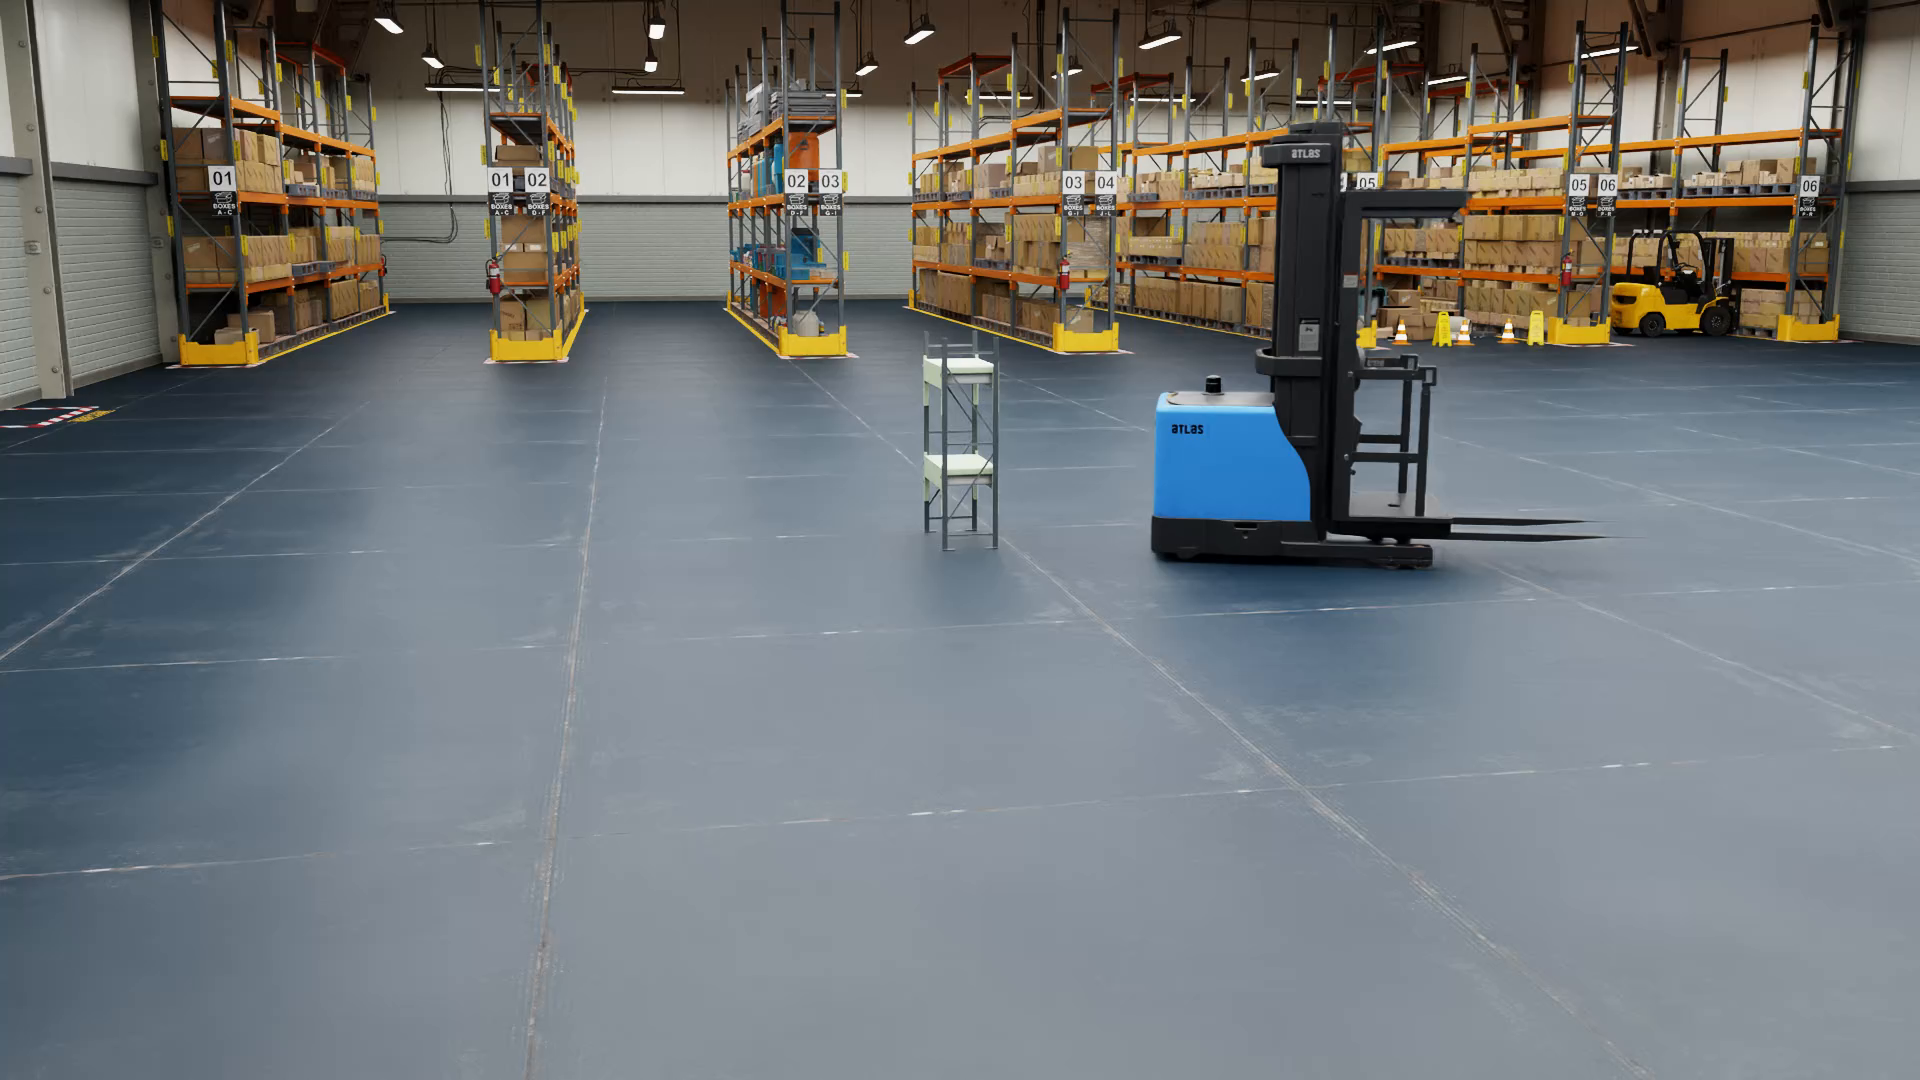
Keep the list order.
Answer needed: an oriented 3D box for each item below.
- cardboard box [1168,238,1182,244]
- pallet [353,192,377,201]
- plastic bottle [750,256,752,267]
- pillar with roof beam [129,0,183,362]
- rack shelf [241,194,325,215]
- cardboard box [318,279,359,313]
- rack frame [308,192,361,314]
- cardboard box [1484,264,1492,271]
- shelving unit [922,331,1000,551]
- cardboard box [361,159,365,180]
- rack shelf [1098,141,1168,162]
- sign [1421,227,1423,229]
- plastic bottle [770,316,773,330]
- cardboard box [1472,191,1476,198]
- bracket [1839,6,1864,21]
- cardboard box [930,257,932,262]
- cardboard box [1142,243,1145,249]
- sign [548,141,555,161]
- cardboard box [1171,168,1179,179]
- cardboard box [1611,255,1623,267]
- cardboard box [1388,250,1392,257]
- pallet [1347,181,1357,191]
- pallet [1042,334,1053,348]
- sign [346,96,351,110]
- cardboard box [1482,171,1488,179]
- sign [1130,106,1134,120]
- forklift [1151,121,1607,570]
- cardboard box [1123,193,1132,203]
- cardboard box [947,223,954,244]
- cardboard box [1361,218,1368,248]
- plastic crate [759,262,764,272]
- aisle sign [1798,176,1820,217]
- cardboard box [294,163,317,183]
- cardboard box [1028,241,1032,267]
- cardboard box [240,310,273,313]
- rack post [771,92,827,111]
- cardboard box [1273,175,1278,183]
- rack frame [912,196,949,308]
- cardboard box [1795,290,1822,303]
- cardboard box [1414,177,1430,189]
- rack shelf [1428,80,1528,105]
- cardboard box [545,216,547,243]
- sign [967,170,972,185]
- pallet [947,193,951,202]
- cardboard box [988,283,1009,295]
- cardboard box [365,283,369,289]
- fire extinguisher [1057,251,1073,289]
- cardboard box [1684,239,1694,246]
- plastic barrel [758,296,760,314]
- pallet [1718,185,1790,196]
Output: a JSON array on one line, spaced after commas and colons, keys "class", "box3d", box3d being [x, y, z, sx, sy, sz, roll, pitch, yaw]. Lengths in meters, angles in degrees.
[{"class": "cardboard box", "box3d": [5.095, -7.008, 38.950, 0.380, 0.149, 0.250, -3, 11, -13]}, {"class": "pallet", "box3d": [-15.223, -8.619, 41.671, 1.003, 0.211, 1.213, -2, 11, -11]}, {"class": "plastic bottle", "box3d": [-4.726, -6.348, 37.872, 0.097, 0.271, 0.097, 0, 11, 0]}, {"class": "pillar with roof beam", "box3d": [-9.027, -7.590, 28.009, 9.100, 9.000, 0.548, -2, 11, -11]}, {"class": "rack shelf", "box3d": [-13.432, -6.610, 32.807, 1.077, 0.370, 4.000, -2, 11, -11]}, {"class": "cardboard box", "box3d": [-14.346, -5.627, 38.362, 0.750, 0.750, 0.750, -2, 11, -10]}, {"class": "rack frame", "box3d": [-14.599, -6.591, 38.801, 1.000, 3.000, 0.127, -2, 11, -11]}, {"class": "cardboard box", "box3d": [11.196, -5.693, 34.755, 0.380, 0.149, 0.250, -2, 11, -9]}, {"class": "shelving unit", "box3d": [0.001, -0.736, 12.050, 0.431, 1.500, 0.755, -2, 11, -11]}, {"class": "cardboard box", "box3d": [-14.670, -8.940, 40.126, 0.500, 0.500, 0.500, -2, 11, -11]}, {"class": "rack shelf", "box3d": [4.473, -10.252, 43.925, 1.077, 0.370, 4.000, -2, 11, -11]}, {"class": "sign", "box3d": [11.006, -7.309, 39.692, 0.100, 0.325, 0.005, -2, 11, -11]}, {"class": "plastic bottle", "box3d": [-3.694, -4.285, 32.809, 0.097, 0.271, 0.097, 0, 11, 0]}, {"class": "cardboard box", "box3d": [11.072, -7.308, 35.217, 0.380, 0.149, 0.250, -2, 11, -12]}, {"class": "bracket", "box3d": [17.381, -10.259, 32.401, 0.235, 0.232, 0.430, -2, 11, -11]}, {"class": "cardboard box", "box3d": [-0.554, -7.193, 42.639, 0.380, 0.149, 0.250, -2, 11, -10]}, {"class": "cardboard box", "box3d": [4.696, -7.241, 40.972, 0.380, 0.149, 0.250, -2, 11, -9]}, {"class": "sign", "box3d": [-6.862, -6.532, 27.919, 0.100, 0.325, 0.005, -2, 11, -11]}, {"class": "cardboard box", "box3d": [5.192, -8.616, 39.107, 0.396, 0.266, 0.258, -2, 11, -11]}, {"class": "cardboard box", "box3d": [15.489, -6.493, 38.691, 0.500, 0.250, 0.500, -2, 11, -9]}, {"class": "cardboard box", "box3d": [10.356, -6.774, 39.315, 0.380, 0.149, 0.250, -3, 11, -14]}, {"class": "pallet", "box3d": [7.041, -6.658, 31.368, 1.003, 0.211, 1.213, -2, 11, -11]}, {"class": "pallet", "box3d": [2.173, -3.725, 31.201, 1.003, 0.211, 1.213, -2, 11, -11]}, {"class": "sign", "box3d": [-14.070, -10.058, 38.261, 0.100, 0.325, 0.005, -2, 11, -11]}, {"class": "cardboard box", "box3d": [11.116, -7.601, 34.627, 0.380, 0.149, 0.250, -2, 11, -13]}, {"class": "sign", "box3d": [4.326, -10.721, 41.749, 0.100, 0.325, 0.005, -2, 11, -11]}, {"class": "forklift", "box3d": [2.877, -1.344, 11.421, 3.031, 2.935, 1.130, 2, 11, 8]}, {"class": "cardboard box", "box3d": [4.501, -8.773, 42.646, 0.500, 0.250, 0.500, -2, 11, -10]}, {"class": "cardboard box", "box3d": [0.109, -7.556, 40.924, 0.797, 0.503, 0.637, -2, 11, -12]}, {"class": "cardboard box", "box3d": [7.161, -5.766, 31.178, 0.875, 0.550, 0.550, -2, 11, -11]}, {"class": "plastic crate", "box3d": [-3.941, -5.689, 34.629, 0.450, 0.188, 0.662, -2, 11, -11]}, {"class": "aisle sign", "box3d": [16.624, -6.726, 32.560, 0.394, 0.787, 0.004, -2, 11, -11]}, {"class": "cardboard box", "box3d": [-13.970, -7.681, 35.064, 0.700, 0.500, 0.500, -3, 11, -15]}, {"class": "cardboard box", "box3d": [1.818, -5.593, 32.498, 0.875, 0.500, 0.500, -2, 11, -11]}, {"class": "cardboard box", "box3d": [-12.802, -3.923, 30.293, 0.500, 0.500, 0.500, -3, 11, -15]}, {"class": "rack post", "box3d": [-2.955, -8.014, 30.438, 0.937, 0.300, 0.954, -2, 11, -12]}, {"class": "cardboard box", "box3d": [6.405, -7.119, 32.834, 0.380, 0.149, 0.250, -2, 11, -11]}, {"class": "rack frame", "box3d": [-0.801, -7.865, 45.495, 1.000, 3.000, 0.127, -2, 11, -11]}, {"class": "cardboard box", "box3d": [16.992, -4.914, 33.546, 0.500, 0.250, 0.500, -2, 11, -12]}, {"class": "cardboard box", "box3d": [10.800, -8.003, 37.925, 0.797, 0.503, 0.637, -2, 11, -11]}, {"class": "rack shelf", "box3d": [14.177, -12.266, 45.609, 1.077, 0.370, 4.000, -2, 11, -11]}, {"class": "cardboard box", "box3d": [-7.702, -5.542, 29.552, 0.700, 0.500, 0.500, -2, 11, -11]}, {"class": "sign", "box3d": [0.209, -8.145, 37.352, 0.100, 0.325, 0.005, -2, 11, -11]}, {"class": "pallet", "box3d": [0.203, -8.344, 40.504, 0.805, 0.209, 1.217, -3, 11, -13]}, {"class": "cardboard box", "box3d": [0.914, -5.632, 37.269, 0.500, 0.250, 0.500, -2, 11, -9]}, {"class": "cardboard box", "box3d": [-14.634, -6.194, 40.543, 0.380, 0.149, 0.250, -2, 11, -13]}, {"class": "fire extinguisher", "box3d": [1.881, -4.855, 29.886, 0.296, 0.674, 0.183, -2, 11, -11]}, {"class": "cardboard box", "box3d": [15.978, -6.458, 36.100, 0.380, 0.149, 0.250, -2, 11, -10]}, {"class": "plastic barrel", "box3d": [-4.413, -5.391, 38.028, 0.421, 0.512, 0.421, 0, 11, 0]}, {"class": "pallet", "box3d": [16.547, -7.257, 34.515, 1.003, 0.211, 1.213, -2, 11, -11]}]
